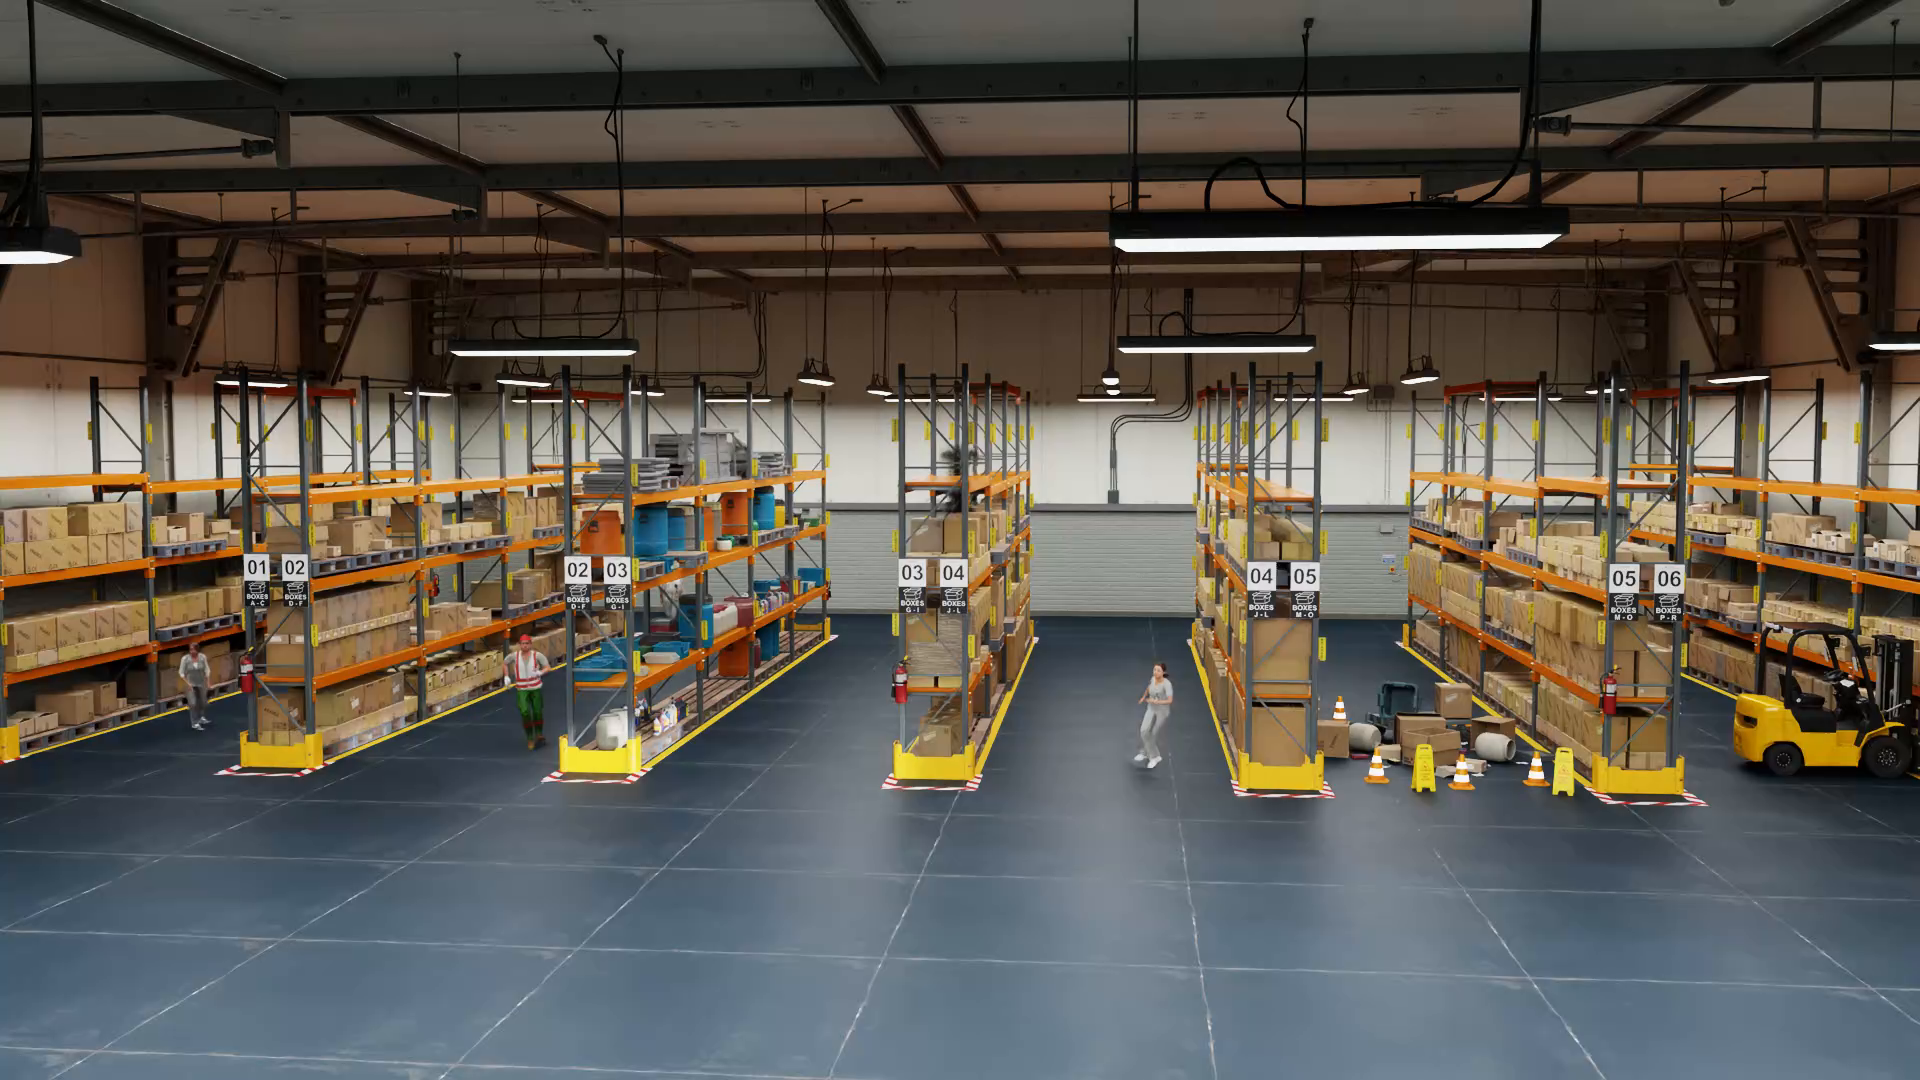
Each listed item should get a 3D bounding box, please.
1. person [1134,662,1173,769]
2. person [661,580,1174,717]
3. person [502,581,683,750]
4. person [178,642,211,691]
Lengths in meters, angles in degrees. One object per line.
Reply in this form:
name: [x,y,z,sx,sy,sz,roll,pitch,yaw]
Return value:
person: [2.911,2.588,24.927,0.726,1.585,0.683,2,4,30]
person: [-2.101,2.084,33.295,6.153,1.621,19.586,-1,4,-15]
person: [-7.096,1.939,34.008,3.845,1.839,15.329,-1,4,-13]
person: [-12.855,2.119,27.930,0.496,0.851,0.467,-3,5,-39]
